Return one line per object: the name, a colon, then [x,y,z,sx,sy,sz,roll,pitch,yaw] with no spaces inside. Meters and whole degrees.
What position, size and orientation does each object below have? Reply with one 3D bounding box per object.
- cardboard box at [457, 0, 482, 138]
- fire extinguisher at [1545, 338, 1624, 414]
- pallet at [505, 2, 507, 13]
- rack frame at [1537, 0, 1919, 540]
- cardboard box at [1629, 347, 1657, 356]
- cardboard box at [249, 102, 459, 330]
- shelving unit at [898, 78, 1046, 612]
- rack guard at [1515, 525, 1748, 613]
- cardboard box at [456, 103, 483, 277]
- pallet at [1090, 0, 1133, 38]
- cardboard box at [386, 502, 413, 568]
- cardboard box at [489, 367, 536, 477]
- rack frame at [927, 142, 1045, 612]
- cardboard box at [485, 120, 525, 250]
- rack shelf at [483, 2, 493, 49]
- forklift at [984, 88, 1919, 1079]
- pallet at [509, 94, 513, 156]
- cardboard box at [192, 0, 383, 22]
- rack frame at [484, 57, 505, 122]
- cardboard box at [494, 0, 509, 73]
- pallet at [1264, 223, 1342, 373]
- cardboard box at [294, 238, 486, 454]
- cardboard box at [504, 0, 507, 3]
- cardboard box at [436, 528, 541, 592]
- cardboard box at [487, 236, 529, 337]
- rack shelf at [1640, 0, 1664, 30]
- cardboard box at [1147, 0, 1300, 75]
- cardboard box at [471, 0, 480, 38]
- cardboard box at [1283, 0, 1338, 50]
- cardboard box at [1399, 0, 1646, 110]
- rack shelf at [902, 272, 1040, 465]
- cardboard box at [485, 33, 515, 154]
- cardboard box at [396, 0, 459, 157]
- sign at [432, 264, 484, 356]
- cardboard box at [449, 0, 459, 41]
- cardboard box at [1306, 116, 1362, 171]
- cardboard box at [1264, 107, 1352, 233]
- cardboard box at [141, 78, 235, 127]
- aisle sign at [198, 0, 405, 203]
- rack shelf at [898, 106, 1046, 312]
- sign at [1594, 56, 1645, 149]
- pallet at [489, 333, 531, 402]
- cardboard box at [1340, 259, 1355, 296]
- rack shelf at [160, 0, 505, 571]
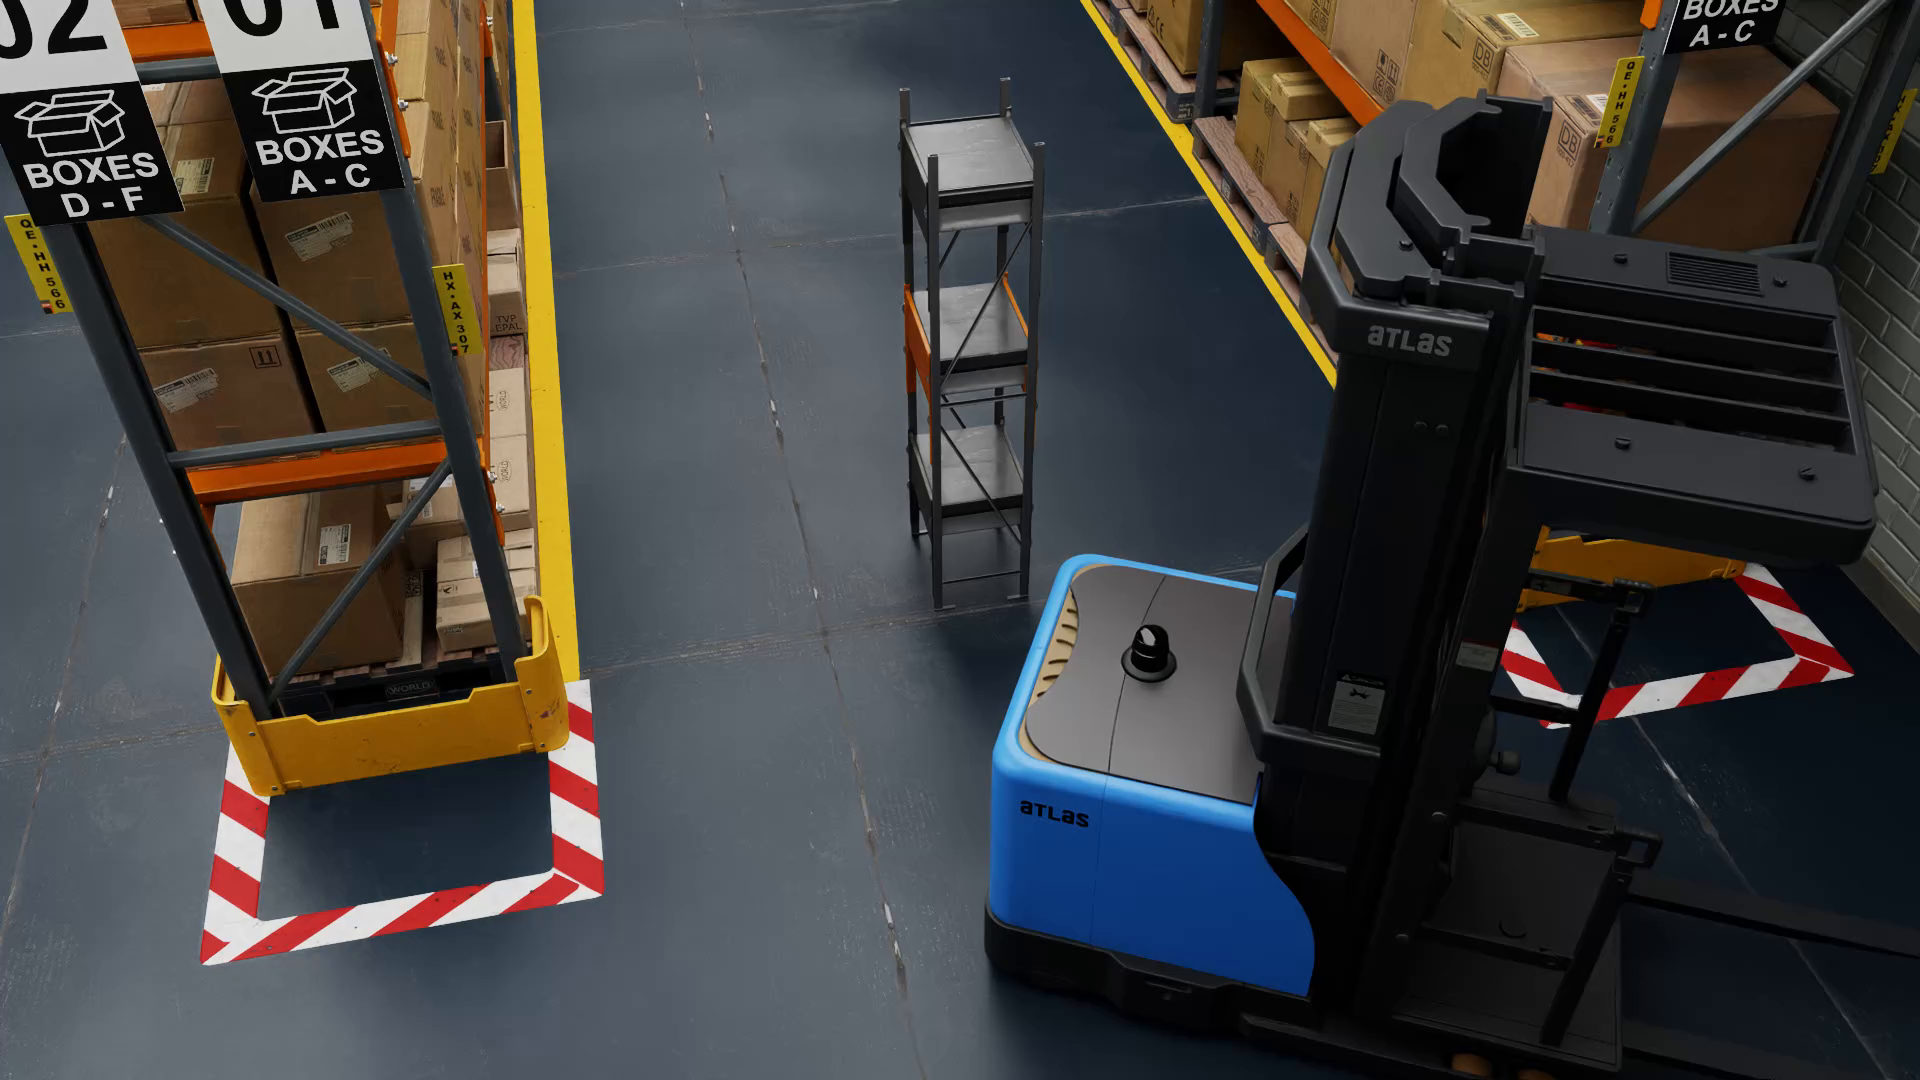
cardboard box: [-2.361,-1.982,7.148,0.500,0.500,0.500,-7,42,-8]
fire extinguisher: [2.336,-0.685,6.102,0.296,0.674,0.183,-8,42,-9]
pallet: [-3.685,-3.959,11.551,1.003,0.211,1.213,-8,42,-9]
rack frame: [2.754,-1.018,6.137,1.000,3.000,0.127,-8,42,-9]
cardboard box: [2.728,-0.869,7.048,0.380,0.149,0.250,-8,42,-9]
cardboard box: [-1.920,-1.042,5.336,0.500,0.500,0.500,-7,42,-8]
shelving unit: [0.036,-0.678,6.432,0.431,2.100,0.503,-8,42,-9]
rack guard: [2.759,-0.067,6.949,1.175,0.500,0.348,-8,42,-9]
cardboard box: [-2.142,-1.328,6.411,0.500,0.500,0.500,-8,42,-9]
pallet: [1.384,-3.849,11.427,1.003,0.211,1.213,-8,42,-9]
cardboard box: [-2.440,-0.003,6.797,0.380,0.166,0.250,-8,42,-9]
cardboard box: [-2.138,-0.483,7.274,0.500,0.250,0.500,-8,42,-9]
rack frame: [0.088,-0.520,6.254,0.400,2.100,0.015,-8,42,-9]
cardboard box: [-2.545,-1.799,8.569,0.500,0.500,0.500,-8,42,-9]
rack shelf: [-3.377,-3.926,9.955,1.077,0.370,4.000,-8,42,-9]
forklift: [1.658,0.319,4.683,3.031,2.935,1.130,11,43,12]
pallet: [-3.158,-2.377,9.769,1.003,0.211,1.213,-8,42,-9]
cardboard box: [-1.945,-1.740,4.805,0.500,0.250,0.500,-8,42,-9]
rack frame: [-2.945,-2.898,8.255,1.000,3.000,0.127,-8,42,-9]
cardboard box: [-3.038,-3.146,10.086,0.500,0.500,0.500,-8,42,-9]
pallet: [2.245,-1.271,8.523,1.003,0.211,1.213,-8,42,-9]
cardboard box: [-1.920,-0.668,5.668,0.500,0.500,0.500,-8,42,-8]
cardboard box: [-3.266,-3.813,10.837,0.500,0.500,0.500,-10,43,-11]
cardboard box: [-1.891,0.107,6.673,0.380,0.166,0.250,-8,42,-9]
cardboard box: [-2.384,-1.242,8.084,0.500,0.311,0.500,-8,42,-9]
rack shelf: [2.322,-3.167,6.840,1.077,0.370,4.000,-8,42,-9]
cardboard box: [1.623,-3.366,10.086,0.750,0.750,0.750,-8,42,-9]
cardboard box: [-2.587,-2.648,7.899,0.500,0.500,0.500,-8,42,-9]
cardboard box: [2.144,-2.895,8.025,0.980,0.700,0.700,-9,42,-10]
cardboard box: [2.466,-1.929,6.938,0.980,0.700,0.700,-9,42,-10]
rack shelf: [0.036,-0.668,6.441,0.431,0.518,0.480,-8,42,-9]
cardboard box: [-2.812,-2.476,9.332,0.500,0.500,0.500,-10,43,-11]
cardboard box: [-2.144,-1.705,6.083,0.500,0.500,0.500,-8,42,-9]
sign: [-1.552,-0.707,5.135,0.100,0.325,0.005,-8,42,-9]
cardboard box: [-2.362,-2.360,6.821,0.500,0.500,0.500,-8,42,-9]
cardboard box: [1.961,-1.989,8.310,0.380,0.149,0.250,-9,42,-11]
cardboard box: [2.057,-2.007,8.818,0.700,0.500,0.500,-9,42,-10]
cardboard box: [-2.557,-1.293,5.619,0.500,0.500,0.500,-7,42,-8]
aisle sign: [-1.781,-1.275,4.469,0.394,0.787,0.004,-8,42,-9]
rack shelf: [0.036,-1.191,5.976,0.431,0.518,0.480,-8,42,-9]
sign: [2.221,-1.470,5.596,0.100,0.325,0.005,-8,42,-9]
pallet: [-2.531,-0.618,7.787,1.003,0.211,1.213,-8,42,-9]
cardboard box: [2.288,-1.329,8.055,0.700,0.500,0.500,-10,42,-11]
rack shelf: [-2.514,-1.333,7.034,1.077,0.370,4.000,-8,42,-9]
